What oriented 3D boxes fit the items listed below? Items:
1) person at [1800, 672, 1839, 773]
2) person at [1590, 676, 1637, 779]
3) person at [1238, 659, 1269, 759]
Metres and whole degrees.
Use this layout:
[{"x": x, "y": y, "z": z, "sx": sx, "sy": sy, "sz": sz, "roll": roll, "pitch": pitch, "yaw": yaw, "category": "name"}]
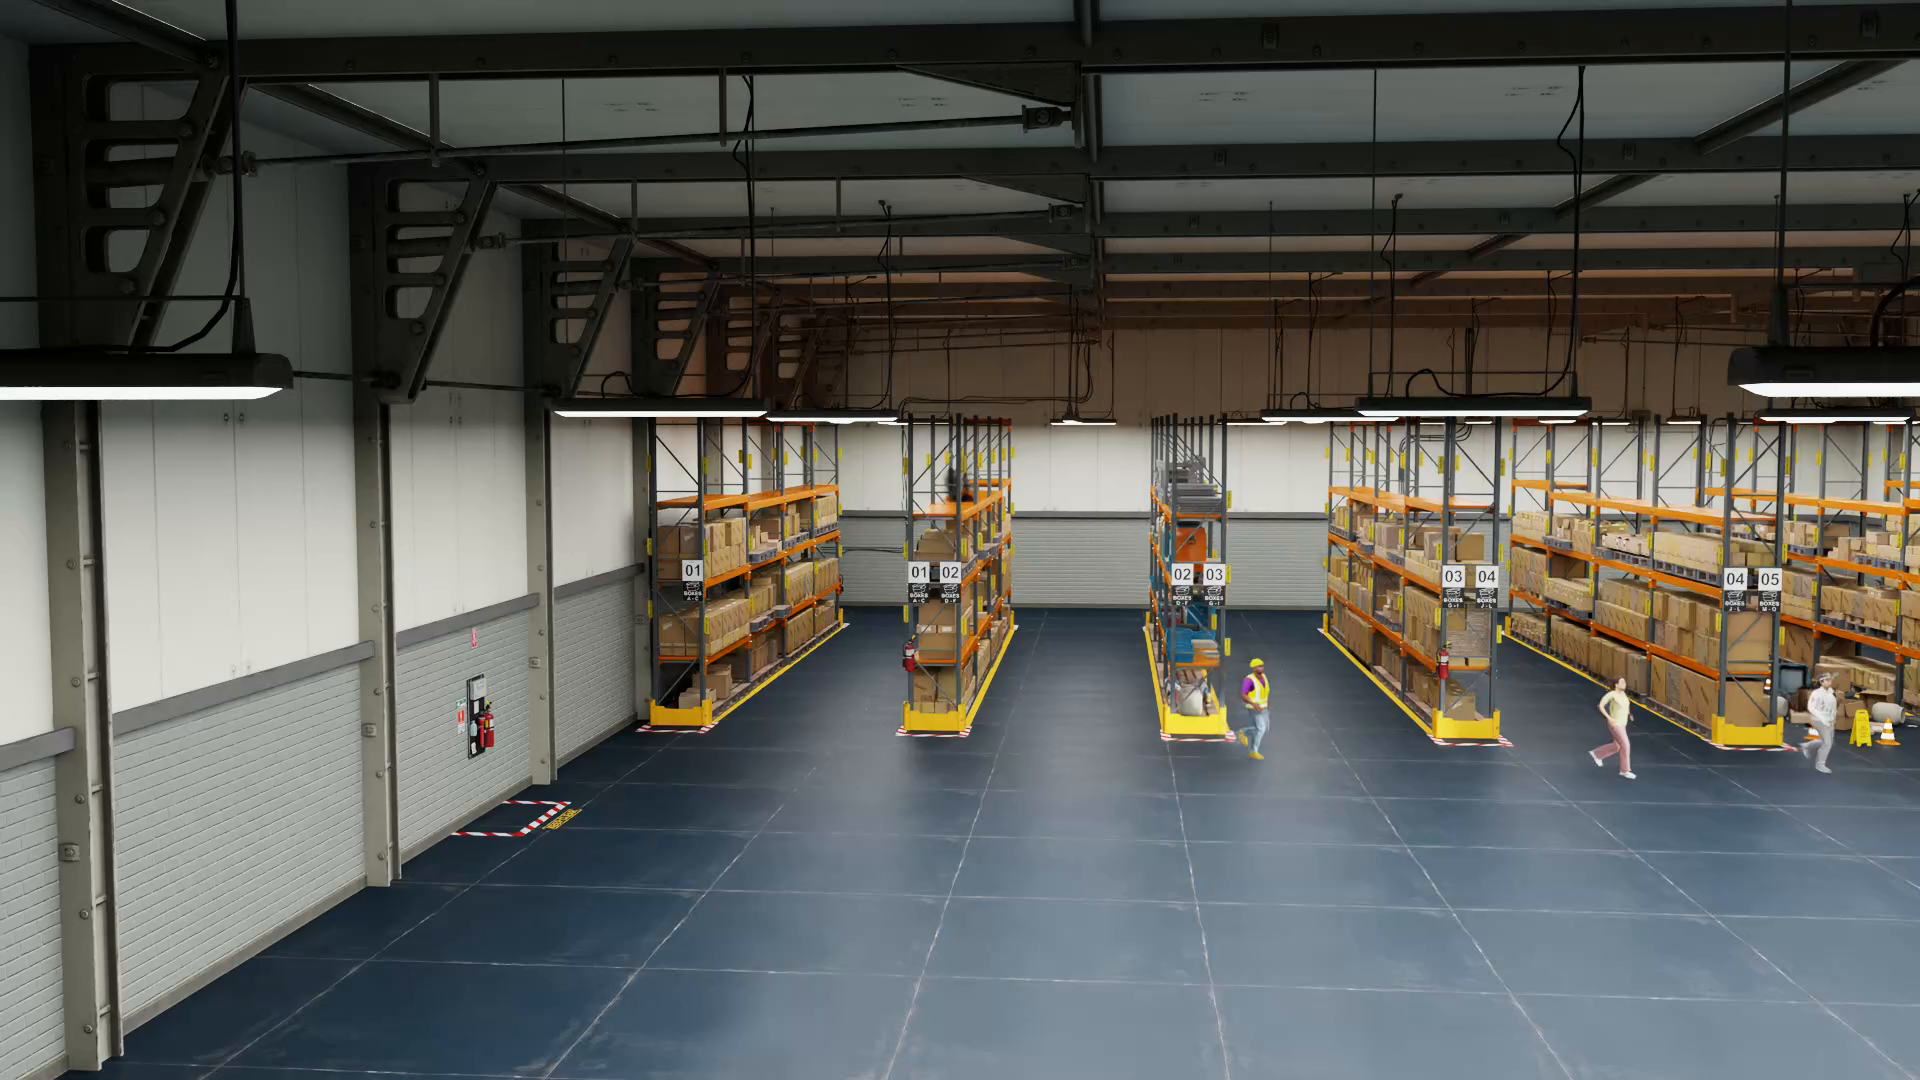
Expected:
[{"x": 14.394, "y": 3.025, "z": 27.871, "sx": 0.625, "sy": 1.681, "sz": 0.601, "roll": -2, "pitch": 4, "yaw": -27, "category": "person"}, {"x": 10.807, "y": 3.056, "z": 27.479, "sx": 0.591, "sy": 1.667, "sz": 0.850, "roll": -3, "pitch": 5, "yaw": -41, "category": "person"}, {"x": 5.120, "y": 2.918, "z": 28.981, "sx": 0.724, "sy": 1.739, "sz": 0.652, "roll": -4, "pitch": 5, "yaw": -44, "category": "person"}]
